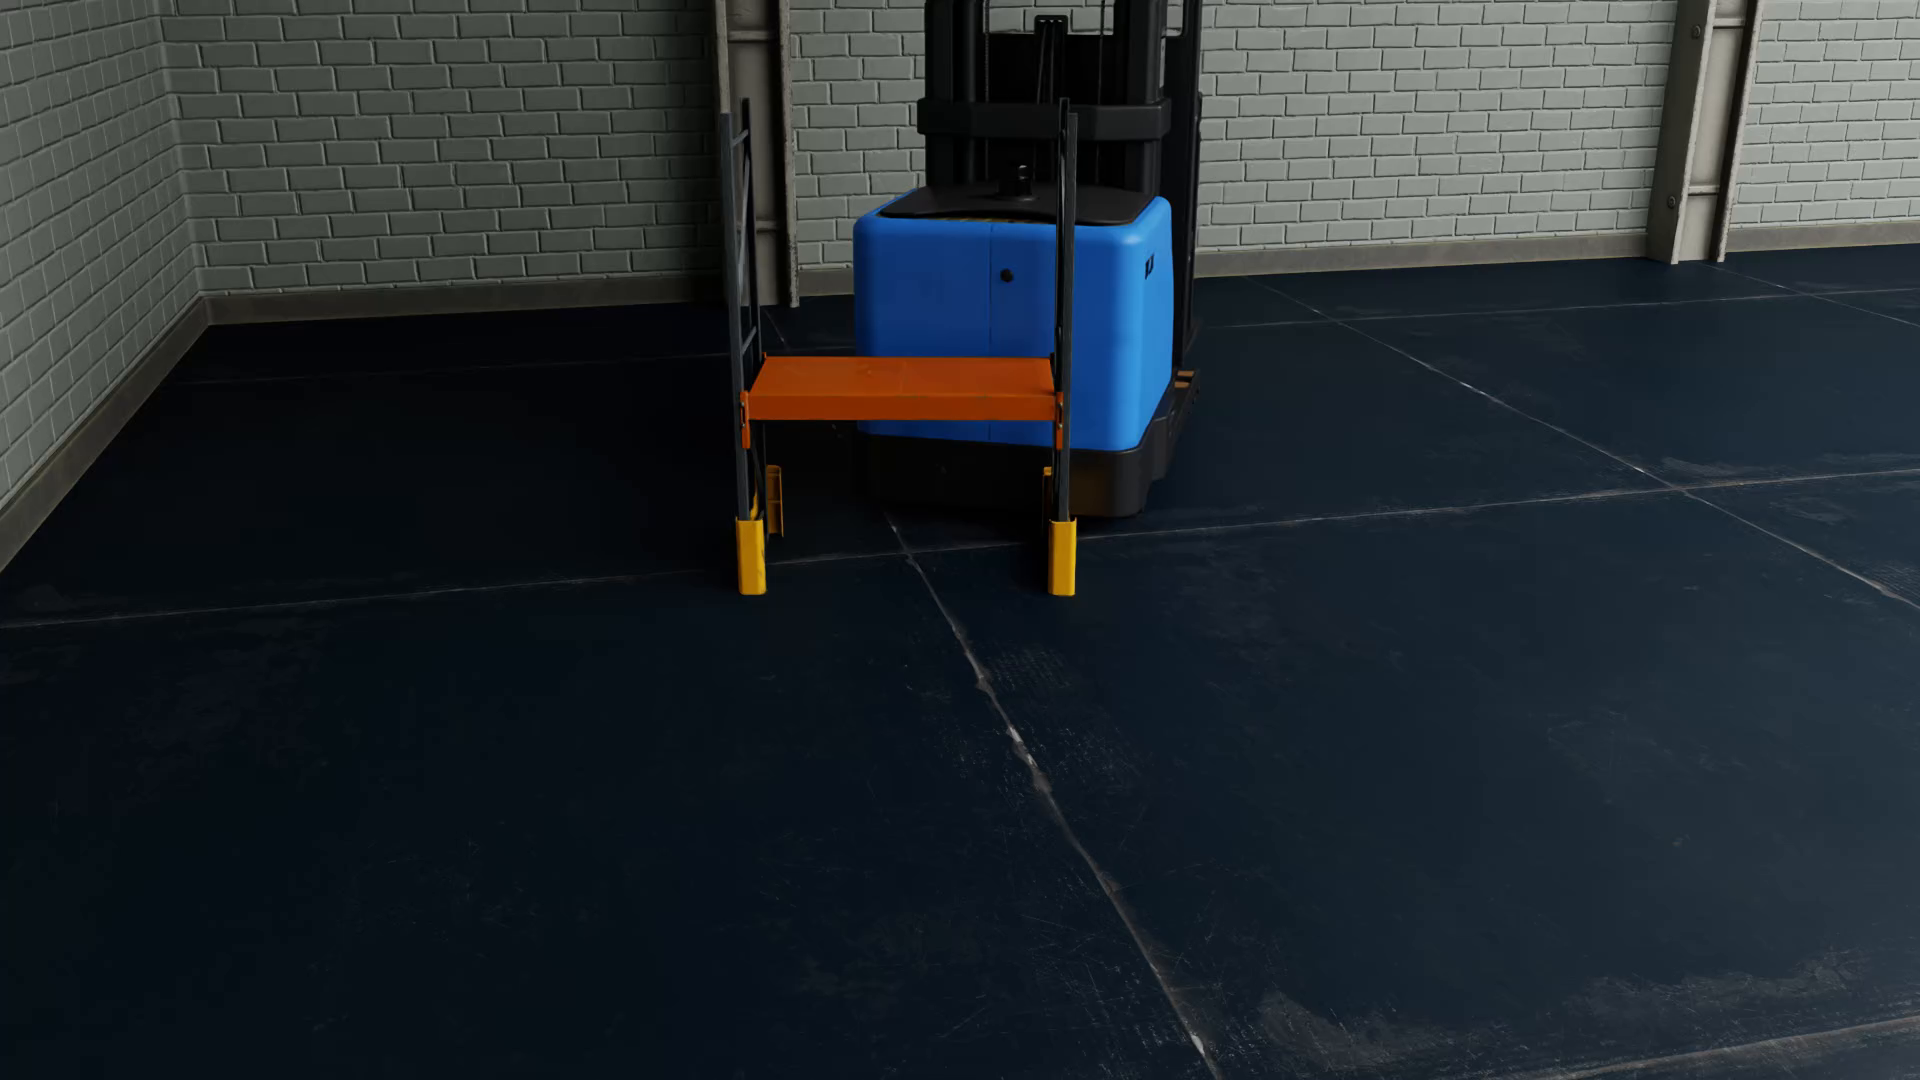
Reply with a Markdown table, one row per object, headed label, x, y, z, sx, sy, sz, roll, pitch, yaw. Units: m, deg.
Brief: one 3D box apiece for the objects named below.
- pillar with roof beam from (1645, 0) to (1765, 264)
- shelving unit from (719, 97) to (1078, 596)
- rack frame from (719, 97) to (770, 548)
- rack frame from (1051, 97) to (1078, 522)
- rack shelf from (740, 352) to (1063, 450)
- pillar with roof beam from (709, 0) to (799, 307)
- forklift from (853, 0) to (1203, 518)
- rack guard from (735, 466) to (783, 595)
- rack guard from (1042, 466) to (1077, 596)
| label | x | y | z | sx | sy | sz | roll | pitch | yaw |
| --- | --- | --- | --- | --- | --- | --- | --- | --- | --- |
| pillar with roof beam | 5.692 | -4.616 | 5.334 | 0.400 | 9.000 | 9.100 | -5 | 21 | -12 |
| shelving unit | -0.169 | -0.627 | 5.345 | 1.083 | 1.500 | 0.587 | 0 | 20 | 0 |
| rack frame | -0.687 | -0.628 | 5.349 | 0.032 | 1.500 | 0.500 | 0 | 20 | 0 |
| rack frame | 0.330 | -0.625 | 5.340 | 0.032 | 1.500 | 0.500 | 0 | 20 | 0 |
| rack shelf | -0.179 | -0.458 | 5.407 | 1.000 | 0.185 | 0.538 | 0 | 20 | 0 |
| pillar with roof beam | -0.147 | -4.141 | 4.037 | 0.400 | 9.000 | 9.100 | -5 | 21 | -12 |
| forklift | 0.458 | -1.927 | 6.813 | 1.130 | 2.935 | 3.031 | 5 | 21 | 13 |
| rack guard | -0.667 | -0.041 | 5.564 | 0.087 | 0.250 | 0.587 | 0 | 20 | 0 |
| rack guard | 0.329 | -0.038 | 5.555 | 0.087 | 0.250 | 0.587 | 0 | 20 | 0 |
